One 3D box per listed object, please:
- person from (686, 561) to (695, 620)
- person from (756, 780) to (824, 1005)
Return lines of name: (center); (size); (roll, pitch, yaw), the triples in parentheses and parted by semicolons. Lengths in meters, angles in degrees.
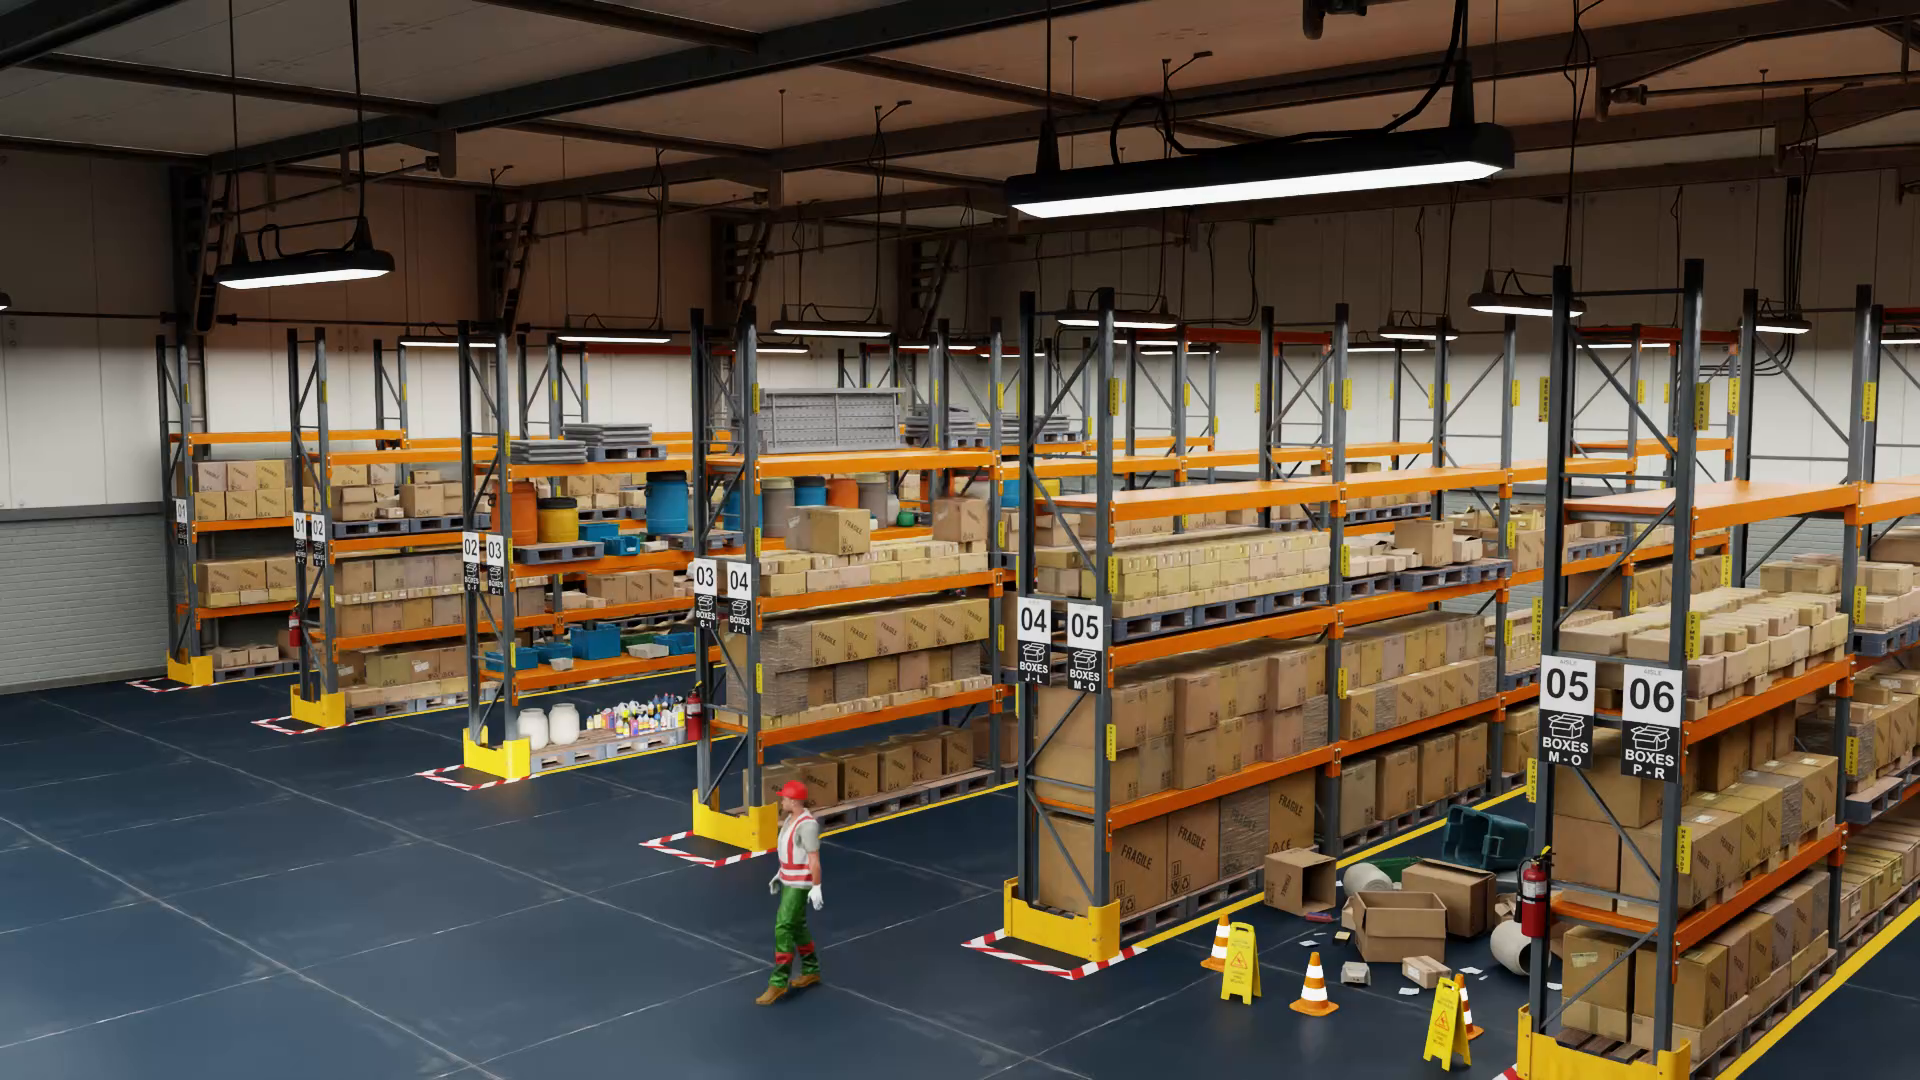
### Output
person: (-5.424, 1.070, 34.212); (0.574, 1.755, 0.484); (5, 7, 42)
person: (-1.491, 2.950, 14.146); (0.639, 1.791, 0.623); (-2, 6, -19)
